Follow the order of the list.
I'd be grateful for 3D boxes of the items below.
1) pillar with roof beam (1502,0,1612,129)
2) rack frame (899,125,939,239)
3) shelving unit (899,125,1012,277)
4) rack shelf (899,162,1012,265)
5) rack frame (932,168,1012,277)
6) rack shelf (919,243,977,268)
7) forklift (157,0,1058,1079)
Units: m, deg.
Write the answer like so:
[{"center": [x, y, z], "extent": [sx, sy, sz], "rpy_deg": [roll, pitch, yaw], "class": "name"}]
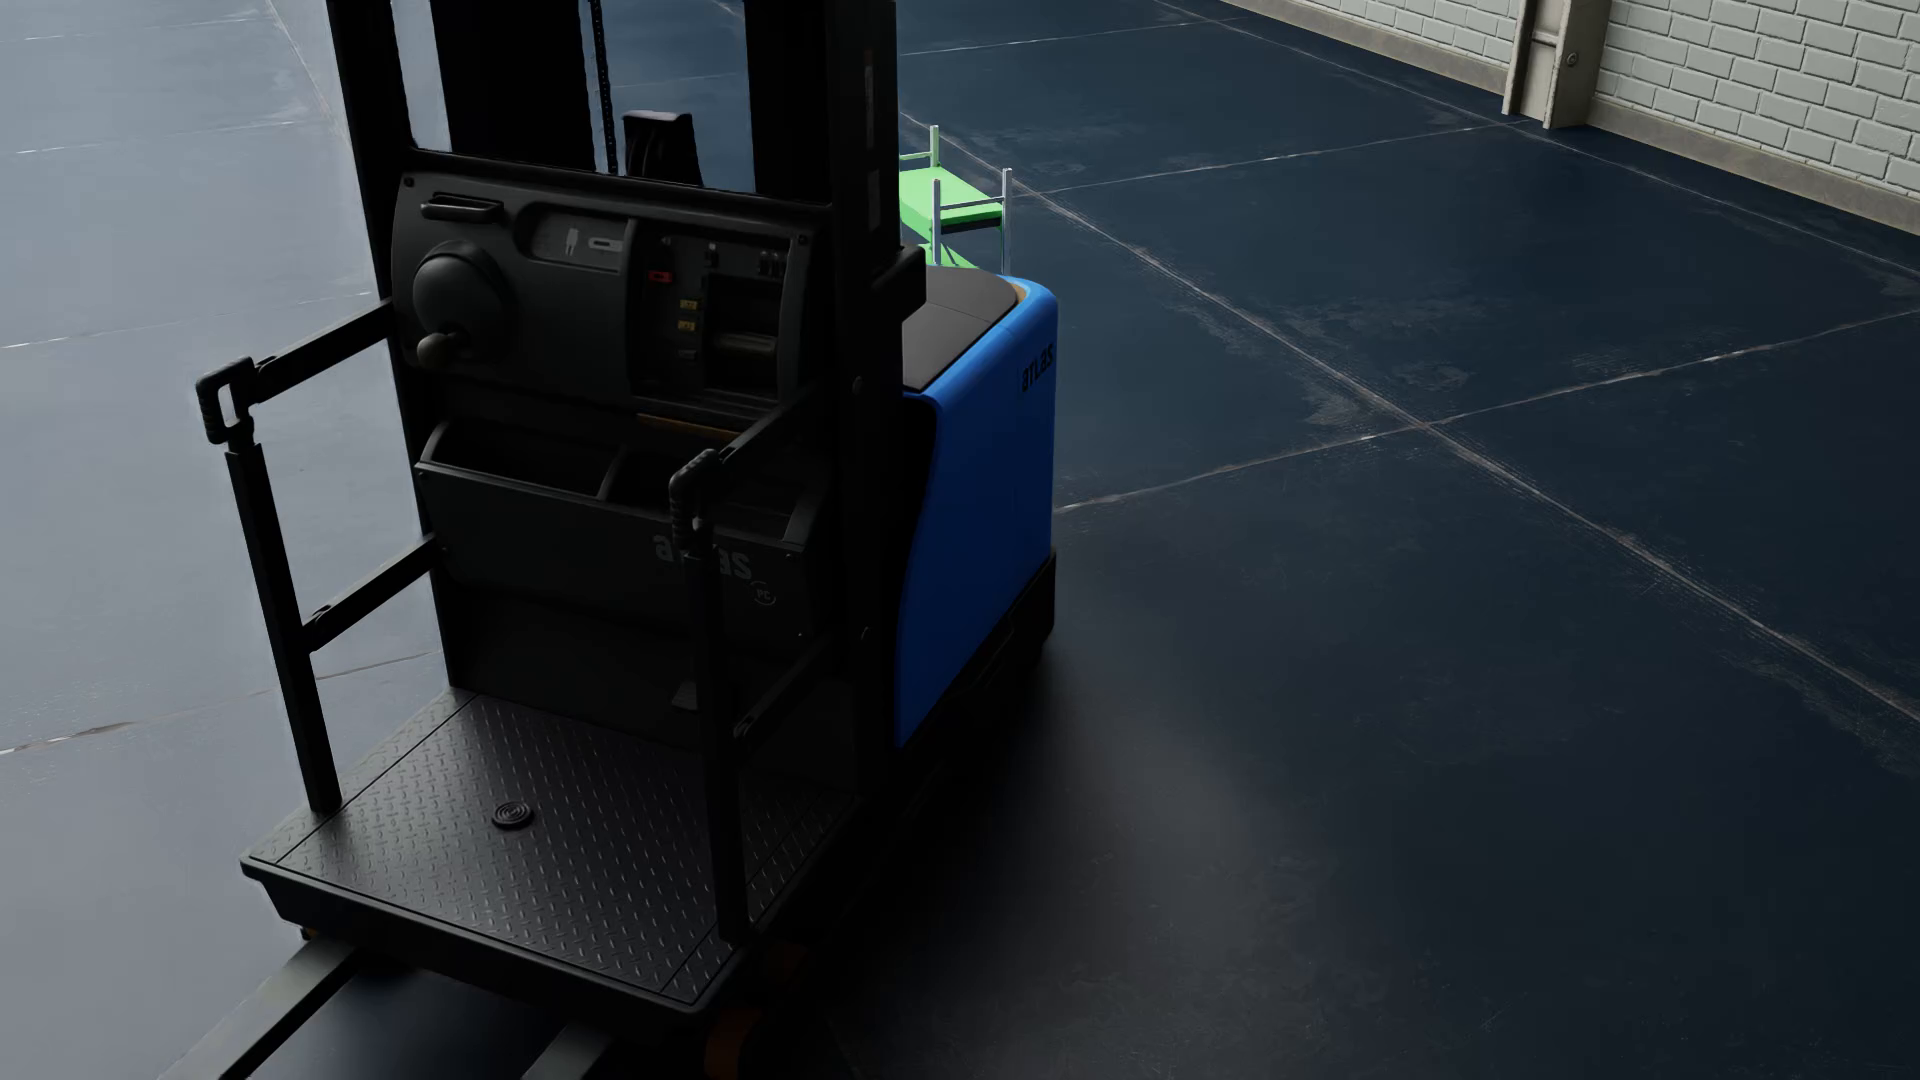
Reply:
[{"center": [-0.511, -5.458, 5.784], "extent": [9.100, 9.000, 0.400], "rpy_deg": [-13, 32, -22], "class": "pillar with roof beam"}, {"center": [-0.176, -0.704, 5.279], "extent": [0.240, 1.200, 0.015], "rpy_deg": [-13, 32, -22], "class": "rack frame"}, {"center": [-0.071, -0.596, 5.087], "extent": [0.258, 1.200, 0.503], "rpy_deg": [-13, 32, -22], "class": "shelving unit"}, {"center": [-0.071, -0.959, 4.883], "extent": [0.258, 0.148, 0.480], "rpy_deg": [-13, 32, -22], "class": "rack shelf"}, {"center": [0.034, -0.489, 4.895], "extent": [0.240, 1.200, 0.015], "rpy_deg": [-13, 32, -22], "class": "rack frame"}, {"center": [-0.071, -0.750, 5.001], "extent": [0.258, 0.148, 0.480], "rpy_deg": [-13, 32, -22], "class": "rack shelf"}, {"center": [-0.782, -0.428, 3.017], "extent": [1.130, 2.935, 3.031], "rpy_deg": [12, 31, 20], "class": "forklift"}]
